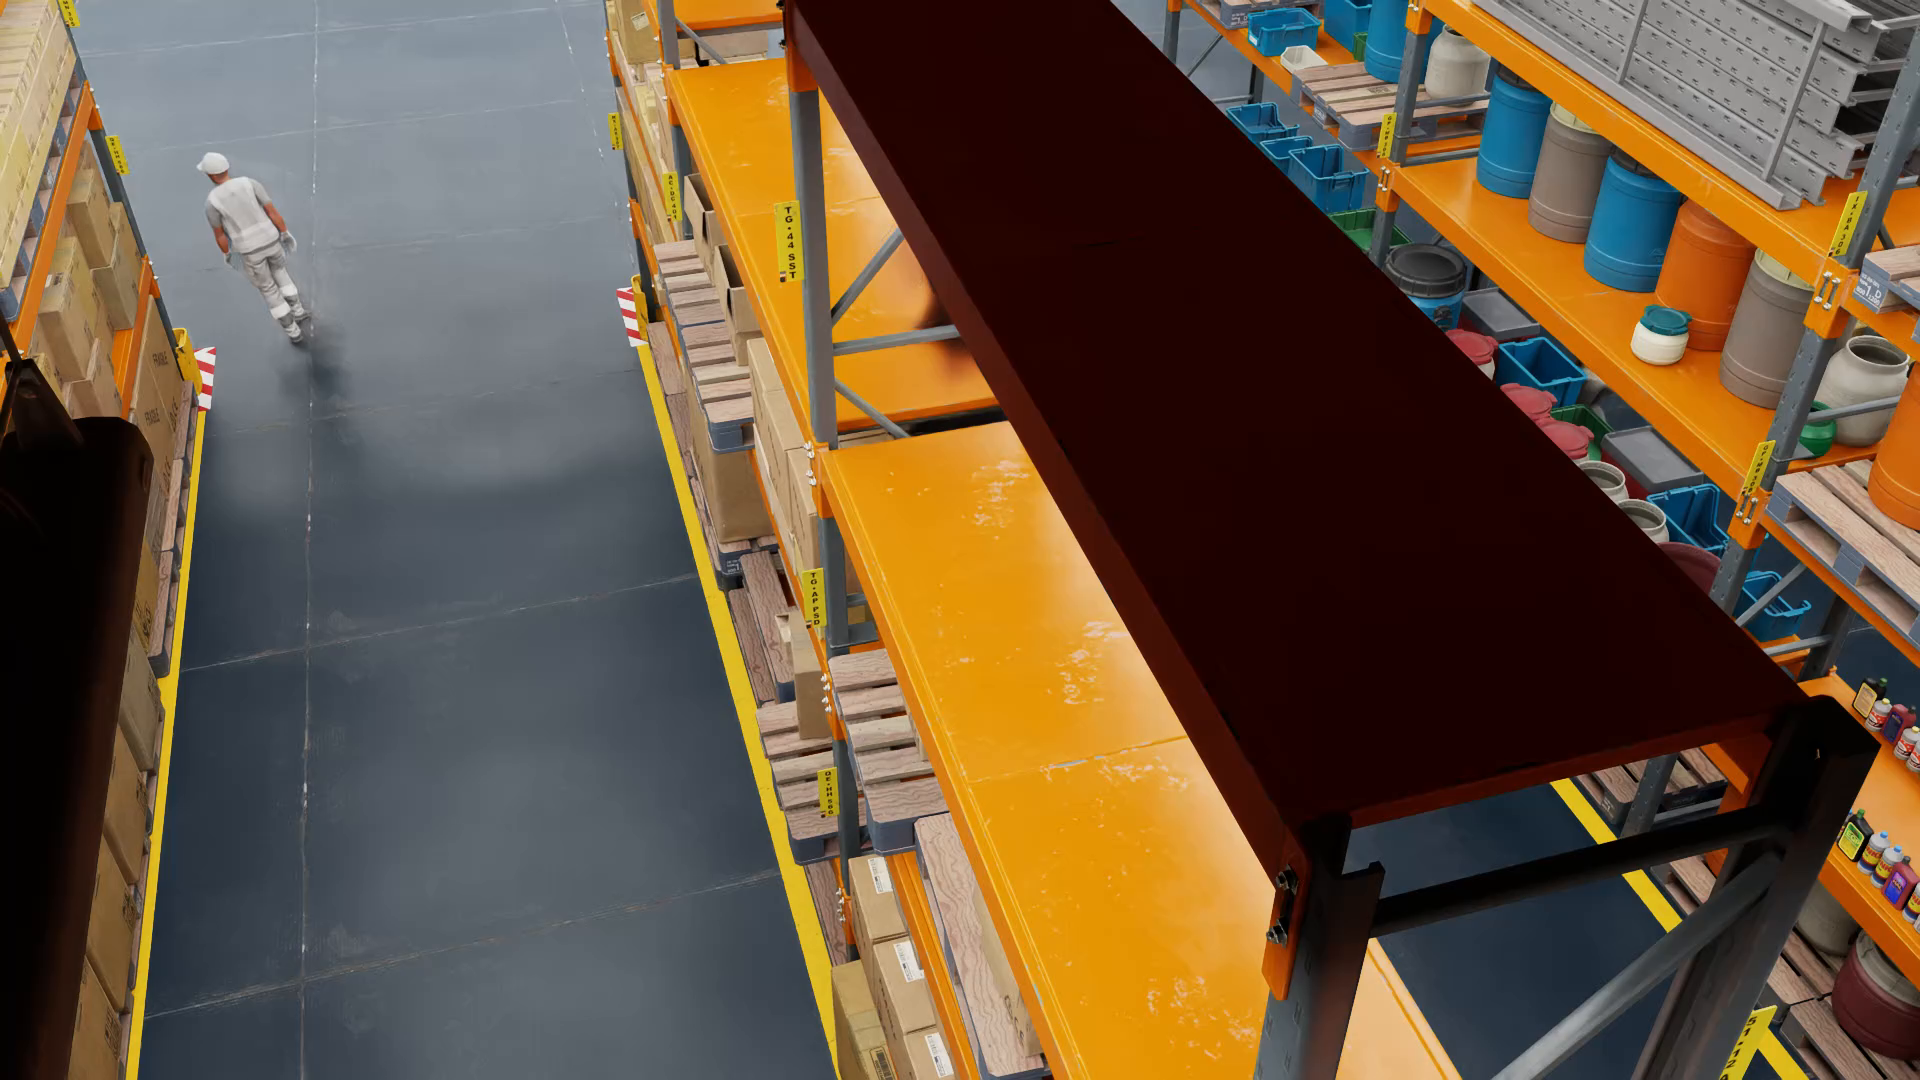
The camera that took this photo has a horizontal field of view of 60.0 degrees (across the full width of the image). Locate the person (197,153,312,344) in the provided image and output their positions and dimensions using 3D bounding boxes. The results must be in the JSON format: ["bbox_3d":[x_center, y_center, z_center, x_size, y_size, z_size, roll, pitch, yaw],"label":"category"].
[{"bbox_3d":[-6.179,-2.573,14.666,0.654,1.777,0.608,-30,47,-32],"label":"person"}]

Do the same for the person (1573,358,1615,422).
[{"bbox_3d":[5.093,-1.277,13.144,0.571,1.637,0.532,-7,39,-9],"label":"person"}]
